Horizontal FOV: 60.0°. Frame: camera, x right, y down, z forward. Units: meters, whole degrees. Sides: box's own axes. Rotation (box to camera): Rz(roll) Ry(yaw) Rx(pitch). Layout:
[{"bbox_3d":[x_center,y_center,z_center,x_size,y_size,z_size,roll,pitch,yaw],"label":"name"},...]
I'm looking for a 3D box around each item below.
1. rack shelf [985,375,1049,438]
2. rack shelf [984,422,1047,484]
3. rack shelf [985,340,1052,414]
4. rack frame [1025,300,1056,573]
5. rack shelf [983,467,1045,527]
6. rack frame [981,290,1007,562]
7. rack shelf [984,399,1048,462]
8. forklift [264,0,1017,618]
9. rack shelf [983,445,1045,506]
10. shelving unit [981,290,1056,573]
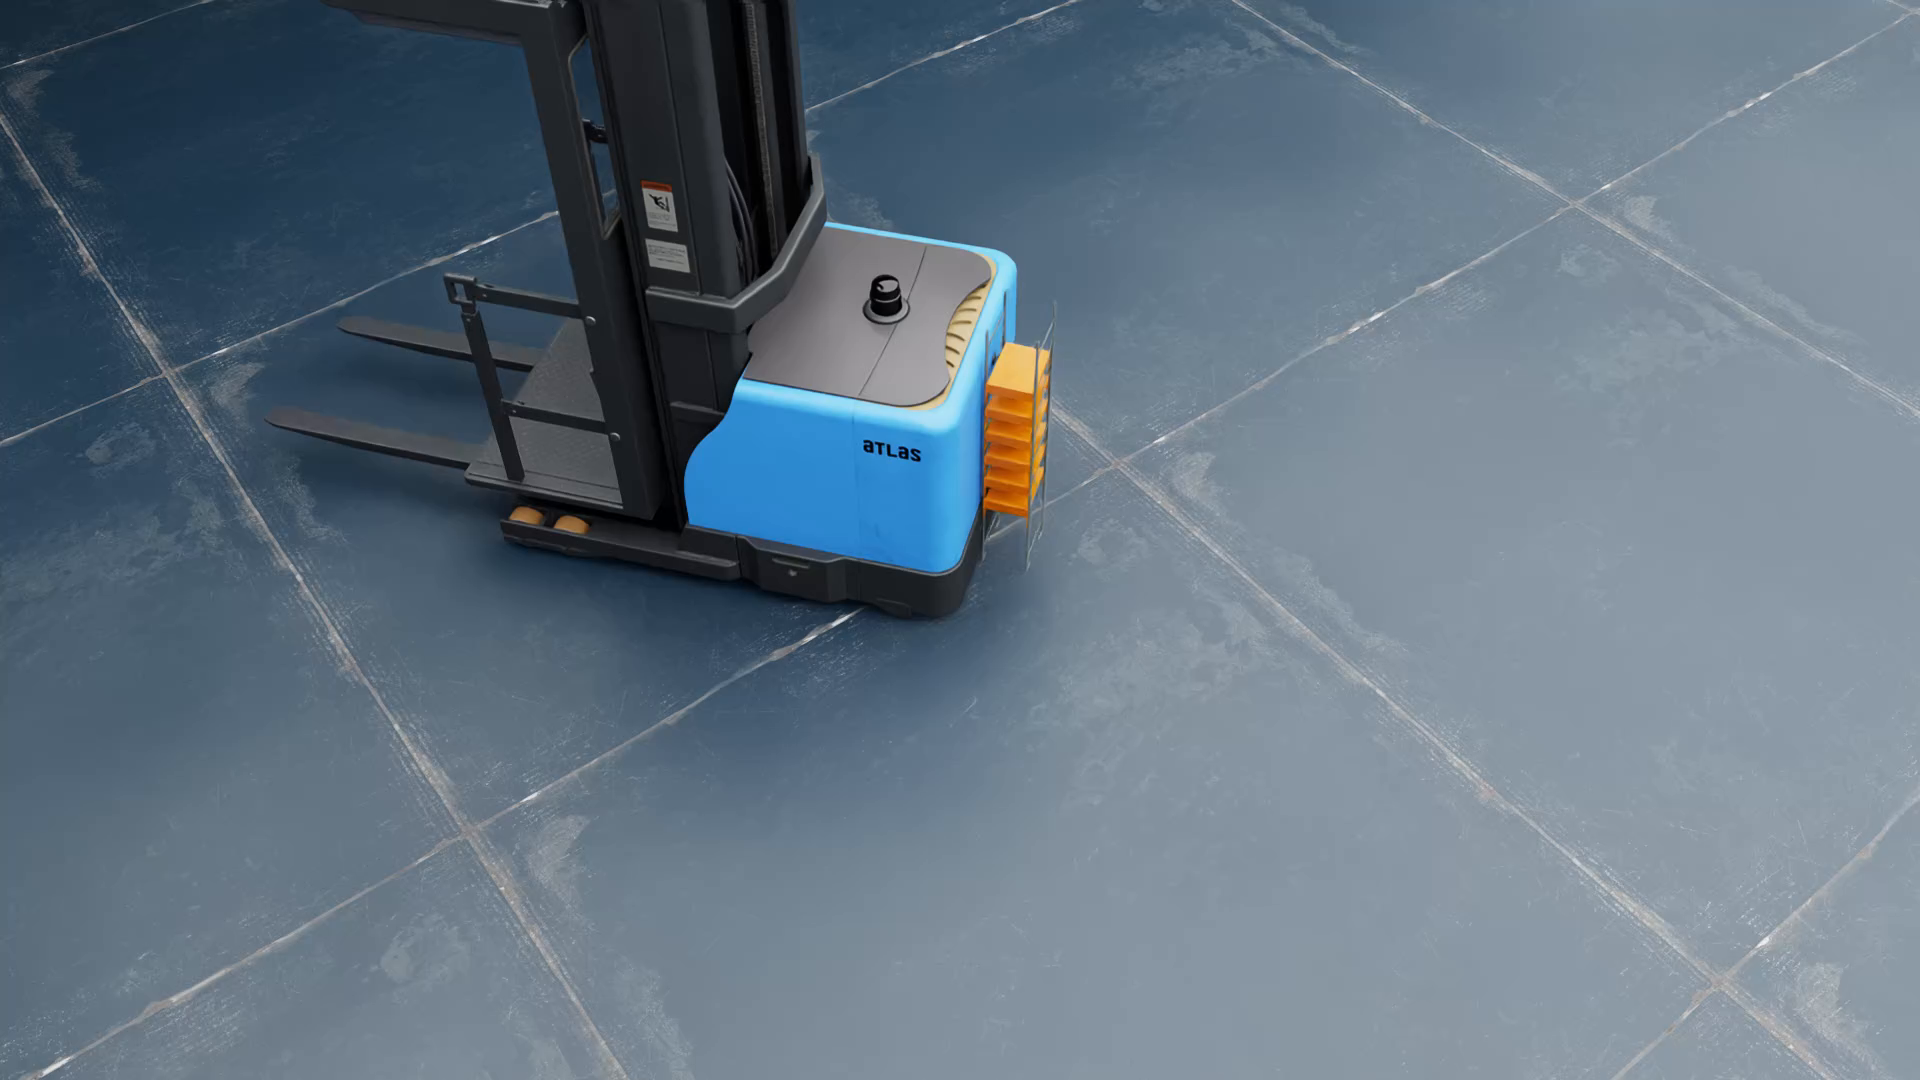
[{"bbox_3d":[0.214,-0.513,6.138,0.180,0.103,0.258,13,49,12],"label":"rack shelf"},{"bbox_3d":[0.214,-0.350,6.315,0.180,0.103,0.258,13,49,12],"label":"rack shelf"},{"bbox_3d":[0.215,-0.594,6.050,0.180,0.103,0.258,13,49,12],"label":"rack shelf"},{"bbox_3d":[0.301,-0.360,6.264,0.006,1.200,0.240,13,49,12],"label":"rack frame"},{"bbox_3d":[0.213,-0.188,6.492,0.180,0.103,0.258,13,49,12],"label":"rack shelf"},{"bbox_3d":[0.127,-0.401,6.301,0.006,1.200,0.240,13,49,12],"label":"rack frame"},{"bbox_3d":[0.214,-0.432,6.227,0.180,0.103,0.258,13,49,12],"label":"rack shelf"},{"bbox_3d":[-1.345,-1.288,5.938,3.031,2.935,1.130,11,49,10],"label":"forklift"},{"bbox_3d":[0.213,-0.269,6.403,0.180,0.103,0.258,13,49,12],"label":"rack shelf"},{"bbox_3d":[0.214,-0.380,6.282,0.189,1.200,0.258,13,49,12],"label":"shelving unit"}]
